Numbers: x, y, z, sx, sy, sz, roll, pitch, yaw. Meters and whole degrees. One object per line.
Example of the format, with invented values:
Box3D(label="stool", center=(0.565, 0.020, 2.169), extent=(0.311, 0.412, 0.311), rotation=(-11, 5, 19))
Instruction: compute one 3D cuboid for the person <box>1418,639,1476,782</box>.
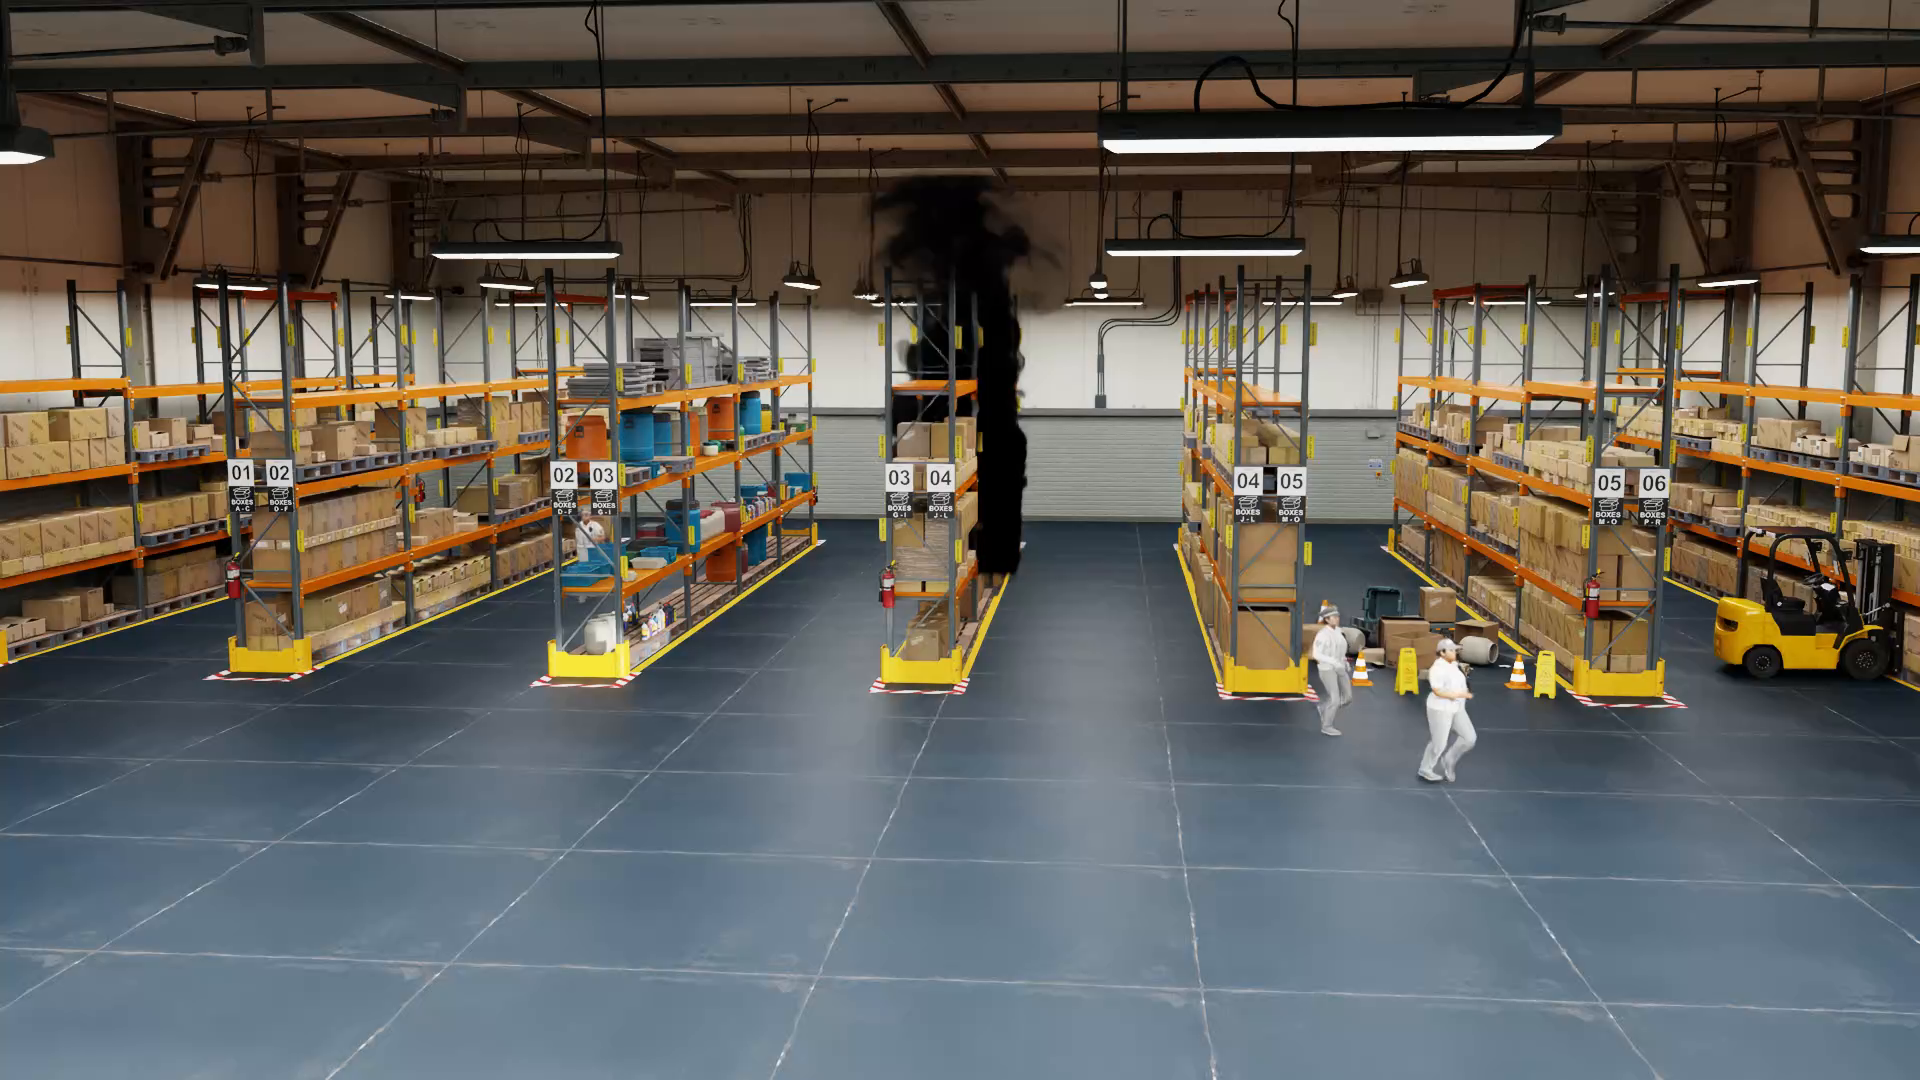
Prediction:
Box3D(label="person", center=(5.487, 1.924, 18.667), extent=(0.582, 1.651, 0.652), rotation=(-6, 9, -39))

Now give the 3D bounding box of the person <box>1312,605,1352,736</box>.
Box3D(label="person", center=(4.711, 1.641, 20.984), extent=(0.610, 1.650, 0.566), rotation=(-5, 9, -38))

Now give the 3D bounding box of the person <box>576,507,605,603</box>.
Box3D(label="person", center=(-7.065, 0.293, 31.738), extent=(0.626, 1.863, 0.785), rotation=(0, 7, 3))
